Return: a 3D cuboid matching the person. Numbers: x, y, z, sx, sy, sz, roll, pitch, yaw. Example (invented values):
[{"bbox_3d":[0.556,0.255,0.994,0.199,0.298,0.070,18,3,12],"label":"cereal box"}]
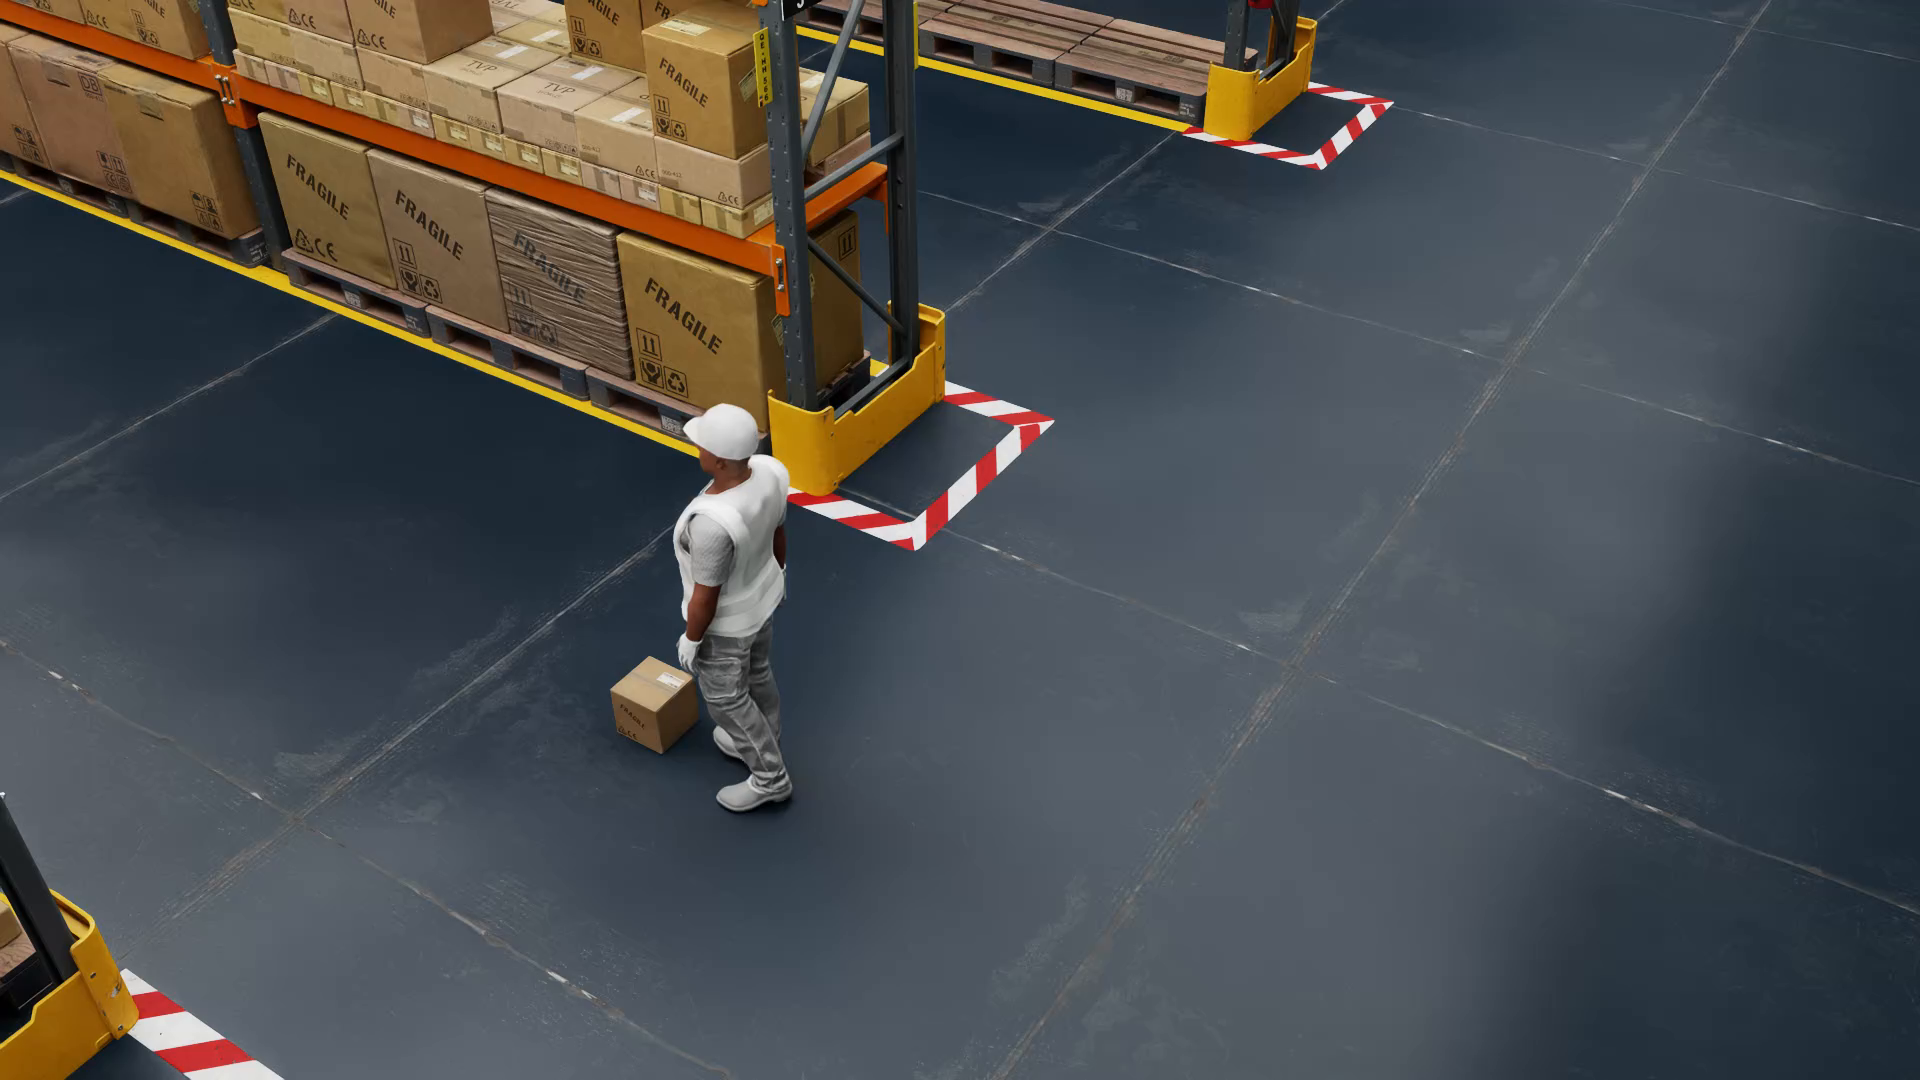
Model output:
[{"bbox_3d":[-0.859,0.253,6.323,0.462,1.790,0.596,14,40,17],"label":"person"}]
